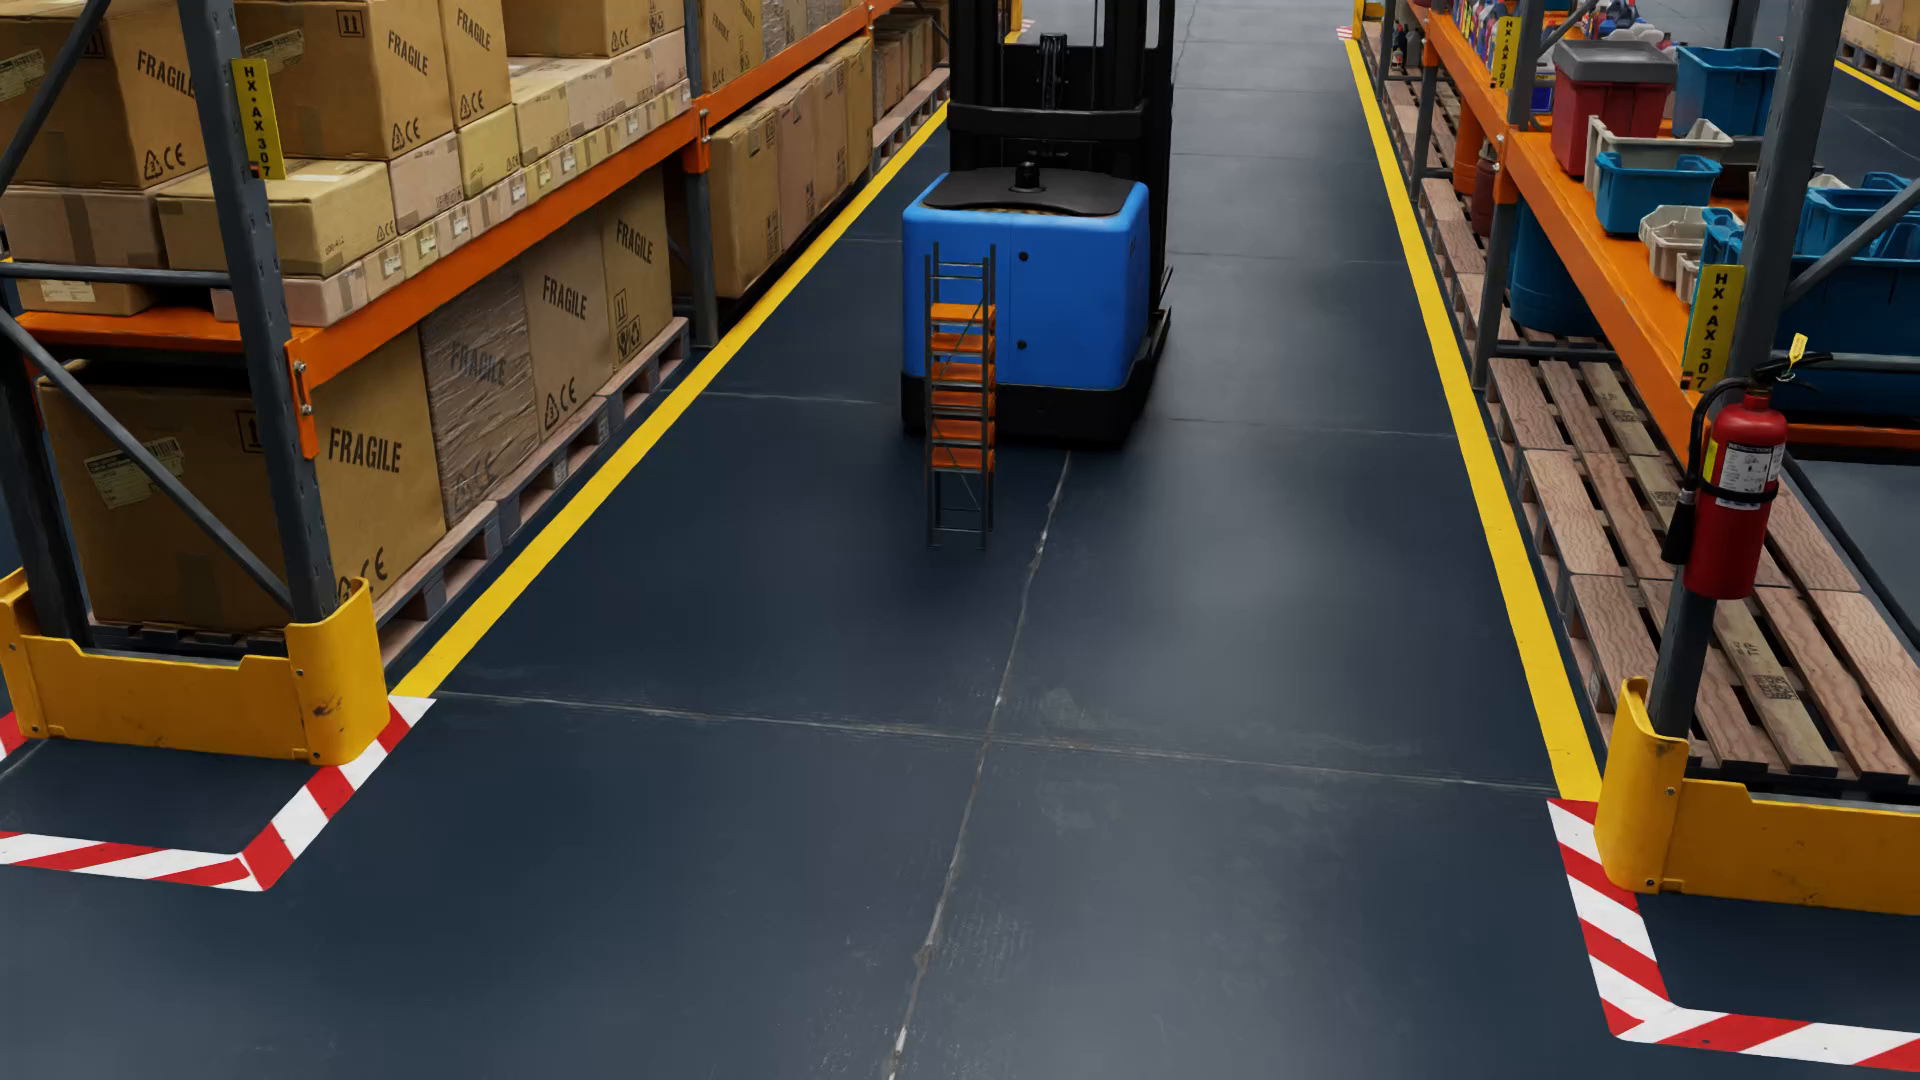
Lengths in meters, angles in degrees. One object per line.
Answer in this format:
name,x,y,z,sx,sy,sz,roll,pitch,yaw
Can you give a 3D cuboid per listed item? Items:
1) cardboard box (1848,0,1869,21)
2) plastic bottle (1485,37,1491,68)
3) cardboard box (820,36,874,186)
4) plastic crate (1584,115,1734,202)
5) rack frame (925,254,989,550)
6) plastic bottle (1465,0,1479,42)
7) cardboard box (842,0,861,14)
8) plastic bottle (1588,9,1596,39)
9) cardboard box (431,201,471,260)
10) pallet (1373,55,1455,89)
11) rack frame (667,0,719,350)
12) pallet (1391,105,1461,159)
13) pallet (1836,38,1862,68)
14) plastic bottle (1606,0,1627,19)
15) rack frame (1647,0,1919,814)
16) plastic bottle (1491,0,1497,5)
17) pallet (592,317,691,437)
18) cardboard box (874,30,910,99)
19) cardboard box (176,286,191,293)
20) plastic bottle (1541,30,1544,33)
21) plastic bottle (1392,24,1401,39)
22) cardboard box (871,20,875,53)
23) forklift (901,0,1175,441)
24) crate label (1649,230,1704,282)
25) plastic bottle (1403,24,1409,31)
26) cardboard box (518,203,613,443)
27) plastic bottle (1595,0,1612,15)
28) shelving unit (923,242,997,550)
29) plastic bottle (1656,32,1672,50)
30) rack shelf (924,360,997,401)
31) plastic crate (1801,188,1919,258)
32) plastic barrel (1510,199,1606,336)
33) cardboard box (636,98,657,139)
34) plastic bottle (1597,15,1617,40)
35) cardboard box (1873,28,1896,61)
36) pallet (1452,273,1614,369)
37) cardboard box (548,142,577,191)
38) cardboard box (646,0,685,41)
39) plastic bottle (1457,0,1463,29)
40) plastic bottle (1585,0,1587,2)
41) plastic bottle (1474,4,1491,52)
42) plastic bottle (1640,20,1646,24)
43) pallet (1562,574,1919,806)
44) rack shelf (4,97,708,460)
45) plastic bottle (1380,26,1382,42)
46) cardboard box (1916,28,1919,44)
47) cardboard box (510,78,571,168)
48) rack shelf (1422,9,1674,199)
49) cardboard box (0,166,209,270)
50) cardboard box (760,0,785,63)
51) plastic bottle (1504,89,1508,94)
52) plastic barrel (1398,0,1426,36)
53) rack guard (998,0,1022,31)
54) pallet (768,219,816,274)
cardboard box,9.533,-5.634,17.112,0.500,0.500,0.500,4,25,9
plastic bottle,3.012,-2.758,9.339,0.097,0.201,0.097,0,25,0
cardboard box,-1.293,-3.050,11.739,1.225,0.875,0.875,3,25,6
plastic crate,2.642,-1.441,6.360,0.437,0.282,0.530,4,25,9
rack frame,-0.013,-0.511,6.427,0.240,1.200,0.006,4,25,9
plastic bottle,3.157,-3.212,10.212,0.061,0.283,0.133,4,25,9
cardboard box,-0.996,-3.931,11.493,0.500,0.500,0.500,5,26,10
plastic bottle,3.959,-3.212,10.308,0.097,0.201,0.097,0,25,0
cardboard box,-1.960,-1.099,5.857,0.380,0.149,0.250,4,25,8
pallet,4.531,-4.455,16.018,1.003,0.211,1.213,4,25,9
rack frame,-1.814,-2.437,8.417,1.000,3.000,0.127,4,25,9
pallet,4.093,-3.334,13.623,1.003,0.211,1.213,4,25,9
pallet,9.836,-5.182,17.572,1.003,0.211,1.213,4,25,9
plastic bottle,3.827,-3.004,9.687,0.144,0.351,0.185,4,25,9
rack frame,2.419,-0.421,4.110,1.000,3.000,0.127,4,25,9
plastic bottle,3.387,-3.324,10.547,0.097,0.201,0.097,0,25,0
pallet,-2.015,-0.861,8.341,1.003,0.211,1.213,4,25,9
cardboard box,-0.815,-4.162,14.533,0.700,0.500,0.500,2,25,4
cardboard box,-2.693,-0.931,5.496,0.380,0.149,0.250,4,25,9
plastic bottle,3.087,-2.585,8.887,0.097,0.271,0.097,0,25,0
plastic bottle,4.233,-4.809,16.090,0.144,0.351,0.185,3,25,6
cardboard box,-1.003,-4.021,13.348,0.500,0.250,0.500,7,26,14
forklift,0.543,-2.379,8.374,1.130,2.935,3.031,5,26,11
crate label,2.457,-0.920,5.418,0.396,0.136,0.243,4,25,9
plastic bottle,4.421,-4.974,16.523,0.061,0.283,0.133,4,25,9
cardboard box,-2.147,-1.018,7.397,0.875,0.875,0.875,4,25,9
plastic bottle,3.943,-3.203,10.207,0.097,0.271,0.097,0,25,0
shelving unit,0.002,-0.549,6.509,0.258,1.200,0.189,4,25,9
plastic bottle,3.699,-2.536,8.767,0.061,0.283,0.133,4,25,9
rack shelf,0.002,-0.618,6.477,0.258,0.103,0.180,4,25,9
plastic crate,2.999,-1.003,5.481,0.416,0.233,0.300,4,25,9
plastic barrel,3.179,-1.560,8.524,0.600,0.901,0.708,4,25,9
cardboard box,-1.624,-1.958,7.690,0.380,0.149,0.250,4,25,8
plastic bottle,3.649,-2.825,9.398,0.097,0.271,0.097,0,25,0
cardboard box,9.366,-4.876,16.378,0.500,0.250,0.500,4,25,9
pallet,3.240,-1.150,8.959,1.003,0.211,1.213,4,25,9
cardboard box,-1.792,-1.529,6.774,0.380,0.149,0.250,4,25,9
cardboard box,-1.625,-2.632,7.777,0.500,0.500,0.500,5,25,10
plastic bottle,3.238,-3.421,10.657,0.061,0.283,0.133,4,25,9
plastic bottle,4.044,-3.418,10.652,0.061,0.283,0.133,4,25,9
plastic bottle,3.102,-3.020,9.815,0.097,0.271,0.097,0,25,0
plastic bottle,3.760,-2.733,9.203,0.097,0.271,0.097,0,25,0
pallet,2.592,0.500,5.433,1.003,0.211,1.213,4,25,9
rack shelf,-2.140,-1.274,6.783,1.077,0.370,4.000,4,25,9
plastic bottle,4.413,-5.264,17.240,0.097,0.201,0.097,0,25,0
cardboard box,9.220,-4.797,15.323,0.500,0.500,0.500,4,25,9
cardboard box,-1.878,-1.659,6.582,0.500,0.250,0.500,4,25,7
rack shelf,3.400,-2.604,9.624,1.077,0.370,4.000,4,25,9
cardboard box,-2.650,-1.052,5.284,0.500,0.250,0.500,4,25,8
cardboard box,-1.328,-3.077,9.667,0.500,0.500,0.500,3,25,7
plastic bottle,2.900,-2.478,8.565,0.144,0.351,0.185,4,25,9
plastic barrel,4.920,-5.686,17.798,0.421,0.512,0.421,0,25,0
rack guard,0.135,-6.292,19.602,1.175,0.500,0.348,4,25,9
pallet,-1.565,-2.013,10.803,1.003,0.211,1.213,4,25,9
